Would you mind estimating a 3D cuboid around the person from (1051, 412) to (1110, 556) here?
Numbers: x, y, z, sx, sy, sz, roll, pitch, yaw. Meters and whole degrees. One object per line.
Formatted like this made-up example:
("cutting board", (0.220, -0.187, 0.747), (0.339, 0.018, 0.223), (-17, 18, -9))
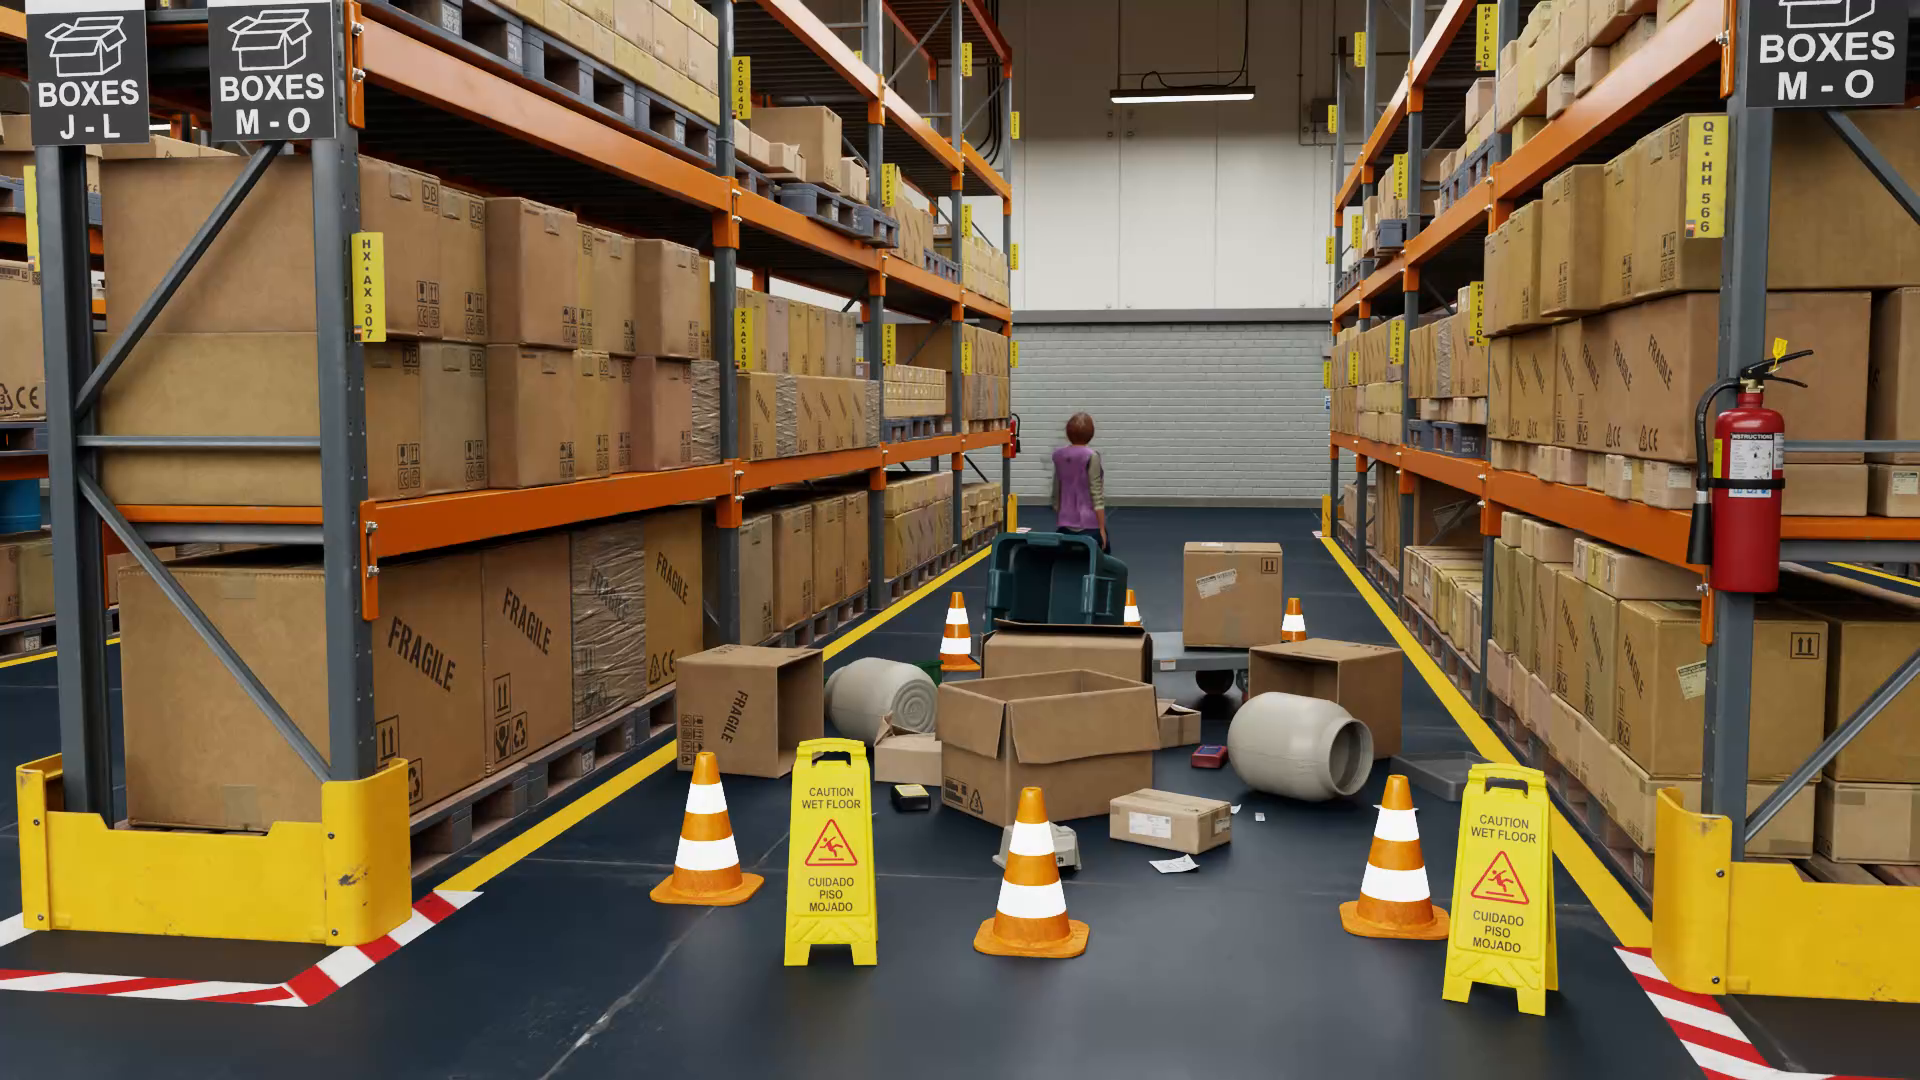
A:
("person", (0.840, -0.102, 11.438), (0.435, 1.554, 0.788), (4, 6, 39))
